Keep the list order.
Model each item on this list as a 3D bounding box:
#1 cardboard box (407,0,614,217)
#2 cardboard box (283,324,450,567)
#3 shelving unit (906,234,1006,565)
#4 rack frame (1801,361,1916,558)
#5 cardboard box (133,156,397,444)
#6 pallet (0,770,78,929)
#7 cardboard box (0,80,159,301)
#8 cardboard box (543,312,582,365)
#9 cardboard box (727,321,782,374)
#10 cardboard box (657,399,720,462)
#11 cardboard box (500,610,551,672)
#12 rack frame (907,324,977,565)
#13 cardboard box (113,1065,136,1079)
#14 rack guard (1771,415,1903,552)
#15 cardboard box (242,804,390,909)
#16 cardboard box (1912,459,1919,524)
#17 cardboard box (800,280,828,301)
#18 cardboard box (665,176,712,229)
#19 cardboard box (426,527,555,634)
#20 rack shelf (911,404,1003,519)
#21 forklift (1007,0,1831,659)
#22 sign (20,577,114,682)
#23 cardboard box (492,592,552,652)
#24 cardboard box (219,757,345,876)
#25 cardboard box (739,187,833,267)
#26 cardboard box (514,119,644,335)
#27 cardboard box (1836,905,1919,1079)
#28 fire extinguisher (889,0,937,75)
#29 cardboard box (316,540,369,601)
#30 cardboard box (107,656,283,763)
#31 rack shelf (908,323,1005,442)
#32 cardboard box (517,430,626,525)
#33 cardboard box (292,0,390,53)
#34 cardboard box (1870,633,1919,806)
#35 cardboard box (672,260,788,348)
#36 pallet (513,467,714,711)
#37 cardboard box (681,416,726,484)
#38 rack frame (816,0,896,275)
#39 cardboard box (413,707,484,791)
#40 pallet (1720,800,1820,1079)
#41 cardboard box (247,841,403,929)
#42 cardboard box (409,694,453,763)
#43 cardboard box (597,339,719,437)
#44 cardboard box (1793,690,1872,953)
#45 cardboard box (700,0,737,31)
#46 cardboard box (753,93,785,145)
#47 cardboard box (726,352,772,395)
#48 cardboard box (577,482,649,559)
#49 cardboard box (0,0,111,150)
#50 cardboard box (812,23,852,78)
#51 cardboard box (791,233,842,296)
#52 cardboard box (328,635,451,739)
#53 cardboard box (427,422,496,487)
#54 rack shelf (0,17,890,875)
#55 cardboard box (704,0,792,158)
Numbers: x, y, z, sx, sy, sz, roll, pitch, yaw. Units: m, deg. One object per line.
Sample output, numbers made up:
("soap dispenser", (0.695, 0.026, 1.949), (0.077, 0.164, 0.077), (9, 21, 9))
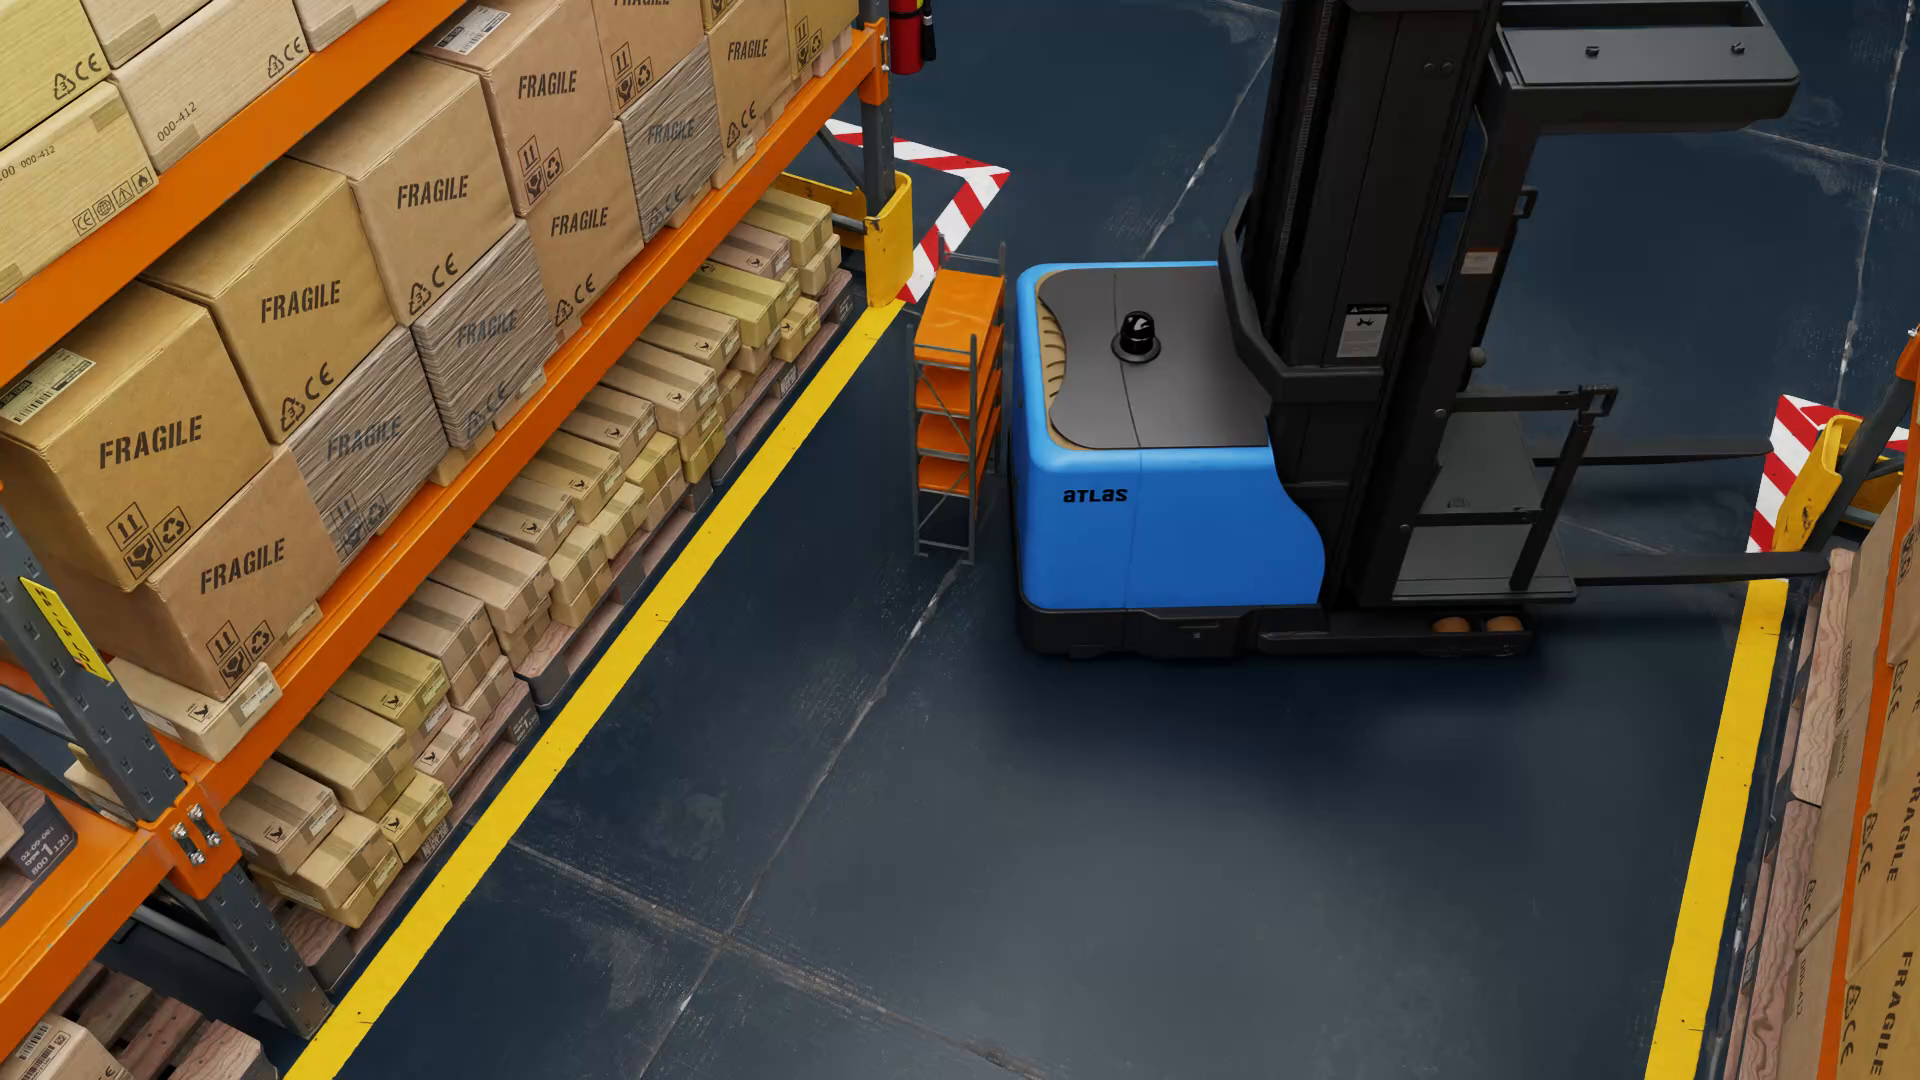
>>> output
("cardboard box", (-1.384, -1.338, 4.817), (0.500, 0.500, 0.500), (18, 52, 15))
("cardboard box", (-1.824, -0.333, 4.618), (0.500, 0.500, 0.500), (20, 52, 16))
("shelving unit", (-0.009, -0.496, 6.199), (0.258, 1.200, 0.503), (9, 50, 8))
("rack frame", (3.759, -0.815, 5.289), (1.000, 3.000, 0.127), (20, 52, 16))
("cardboard box", (-1.848, -0.648, 4.230), (0.500, 0.500, 0.500), (18, 52, 15))
("pallet", (-2.926, 0.939, 3.922), (1.003, 0.211, 1.213), (20, 52, 16))
("cardboard box", (-2.032, -0.758, 3.370), (0.500, 0.250, 0.500), (22, 53, 18))
("cardboard box", (-1.460, -0.731, 5.383), (0.380, 0.149, 0.250), (22, 53, 17))
("cardboard box", (-0.947, -0.850, 6.720), (0.380, 0.149, 0.250), (18, 52, 15))
("cardboard box", (-1.157, -0.489, 6.413), (0.380, 0.149, 0.250), (21, 53, 17))
("cardboard box", (-1.703, 0.281, 5.953), (0.380, 0.149, 0.250), (18, 52, 15))
("rack frame", (-0.061, -0.314, 6.045), (0.240, 1.200, 0.015), (9, 50, 8))
("cardboard box", (-2.557, 1.664, 4.546), (0.500, 0.500, 0.500), (19, 52, 15))
("rack guard", (3.770, -0.022, 6.255), (1.175, 0.500, 0.348), (20, 52, 16))
("cardboard box", (-2.024, 0.944, 5.193), (0.380, 0.149, 0.250), (22, 53, 18))
("cardboard box", (3.104, -0.253, 4.745), (0.500, 0.500, 0.500), (19, 52, 16))
("cardboard box", (-0.796, -1.138, 7.160), (0.380, 0.149, 0.250), (21, 53, 17))
("cardboard box", (-1.104, -1.267, 5.838), (0.380, 0.149, 0.250), (18, 52, 14))
("cardboard box", (-1.626, 0.127, 5.693), (0.380, 0.149, 0.250), (21, 53, 17))
("rack shelf", (-0.009, -0.324, 6.402), (0.258, 0.148, 0.480), (9, 50, 8))
("forklift", (1.716, -0.918, 5.422), (3.031, 2.935, 1.130), (-1, 50, -1))
("sign", (-1.965, 0.201, 3.664), (0.100, 0.325, 0.005), (20, 52, 16))
("cardboard box", (-1.669, 0.194, 5.831), (0.380, 0.149, 0.250), (22, 53, 18))
("cardboard box", (-2.134, 0.823, 5.101), (0.380, 0.149, 0.250), (22, 53, 18))
("cardboard box", (-0.757, -1.314, 6.919), (0.380, 0.149, 0.250), (20, 53, 16))
("cardboard box", (-1.374, -1.047, 5.225), (0.500, 0.500, 0.500), (22, 53, 18))
("cardboard box", (2.232, 1.148, 3.553), (0.500, 0.500, 0.500), (19, 52, 15))
("fire extinguisher", (-0.235, -2.234, 6.792), (0.296, 0.674, 0.183), (20, 52, 16))
("cardboard box", (-1.942, -0.012, 4.771), (0.380, 0.149, 0.250), (18, 52, 15))
("cardboard box", (-2.051, 0.391, 4.428), (0.380, 0.149, 0.250), (22, 53, 17))
("rack shelf", (-0.009, -0.597, 6.080), (0.258, 0.148, 0.480), (9, 50, 8))
("cardboard box", (-1.443, -0.245, 6.009), (0.380, 0.149, 0.250), (20, 52, 16))
("cardboard box", (-1.586, -1.458, 3.966), (0.500, 0.250, 0.500), (22, 53, 18))
("cardboard box", (2.671, 0.442, 4.154), (0.500, 0.500, 0.500), (21, 53, 17))
("cardboard box", (-0.912, -0.940, 6.601), (0.380, 0.149, 0.250), (19, 52, 15))
("pallet", (-1.693, -0.015, 6.440), (1.003, 0.211, 1.213), (20, 52, 16))
("cardboard box", (-1.151, -0.404, 6.536), (0.380, 0.149, 0.250), (18, 52, 14))
("rack frame", (-0.759, -2.356, 6.601), (1.000, 3.000, 0.127), (20, 52, 16))
("cardboard box", (-1.849, 0.668, 5.623), (0.380, 0.149, 0.250), (20, 52, 16))
("pallet", (2.966, 1.501, 5.149), (1.003, 0.211, 1.213), (20, 52, 16))
("cardboard box", (-2.022, 1.040, 5.307), (0.380, 0.149, 0.250), (18, 52, 15))
("cardboard box", (-1.926, 0.561, 5.519), (0.380, 0.149, 0.250), (20, 52, 16))
("cardboard box", (-1.144, -0.580, 6.294), (0.380, 0.149, 0.250), (22, 53, 17))
("cardboard box", (3.184, 0.999, 5.152), (0.875, 0.438, 0.875), (21, 53, 17))
("cardboard box", (-0.947, -2.064, 5.435), (0.500, 0.500, 0.500), (18, 52, 15))
("cardboard box", (-0.877, -1.622, 6.141), (0.380, 0.149, 0.250), (19, 52, 16))
("cardboard box", (-1.005, -0.774, 6.851), (0.380, 0.149, 0.250), (20, 52, 16))
("cardboard box", (-1.376, -0.120, 6.099), (0.380, 0.149, 0.250), (20, 53, 16))
("cardboard box", (-2.046, -0.941, 3.197), (0.500, 0.250, 0.500), (21, 53, 17))
("cardboard box", (-0.643, -1.958, 6.427), (0.380, 0.149, 0.250), (20, 52, 16))
("cardboard box", (-0.727, -1.209, 7.025), (0.380, 0.149, 0.250), (19, 52, 15))
("cardboard box", (-1.899, 0.463, 5.407), (0.380, 0.149, 0.250), (19, 52, 16))
("cardboard box", (-1.653, -0.349, 5.058), (0.380, 0.149, 0.250), (21, 53, 17))
("rack shelf", (-1.614, -0.746, 5.703), (1.077, 0.370, 4.000), (20, 52, 16))
("cardboard box", (-0.943, -1.739, 5.814), (0.500, 0.500, 0.500), (19, 52, 16))
